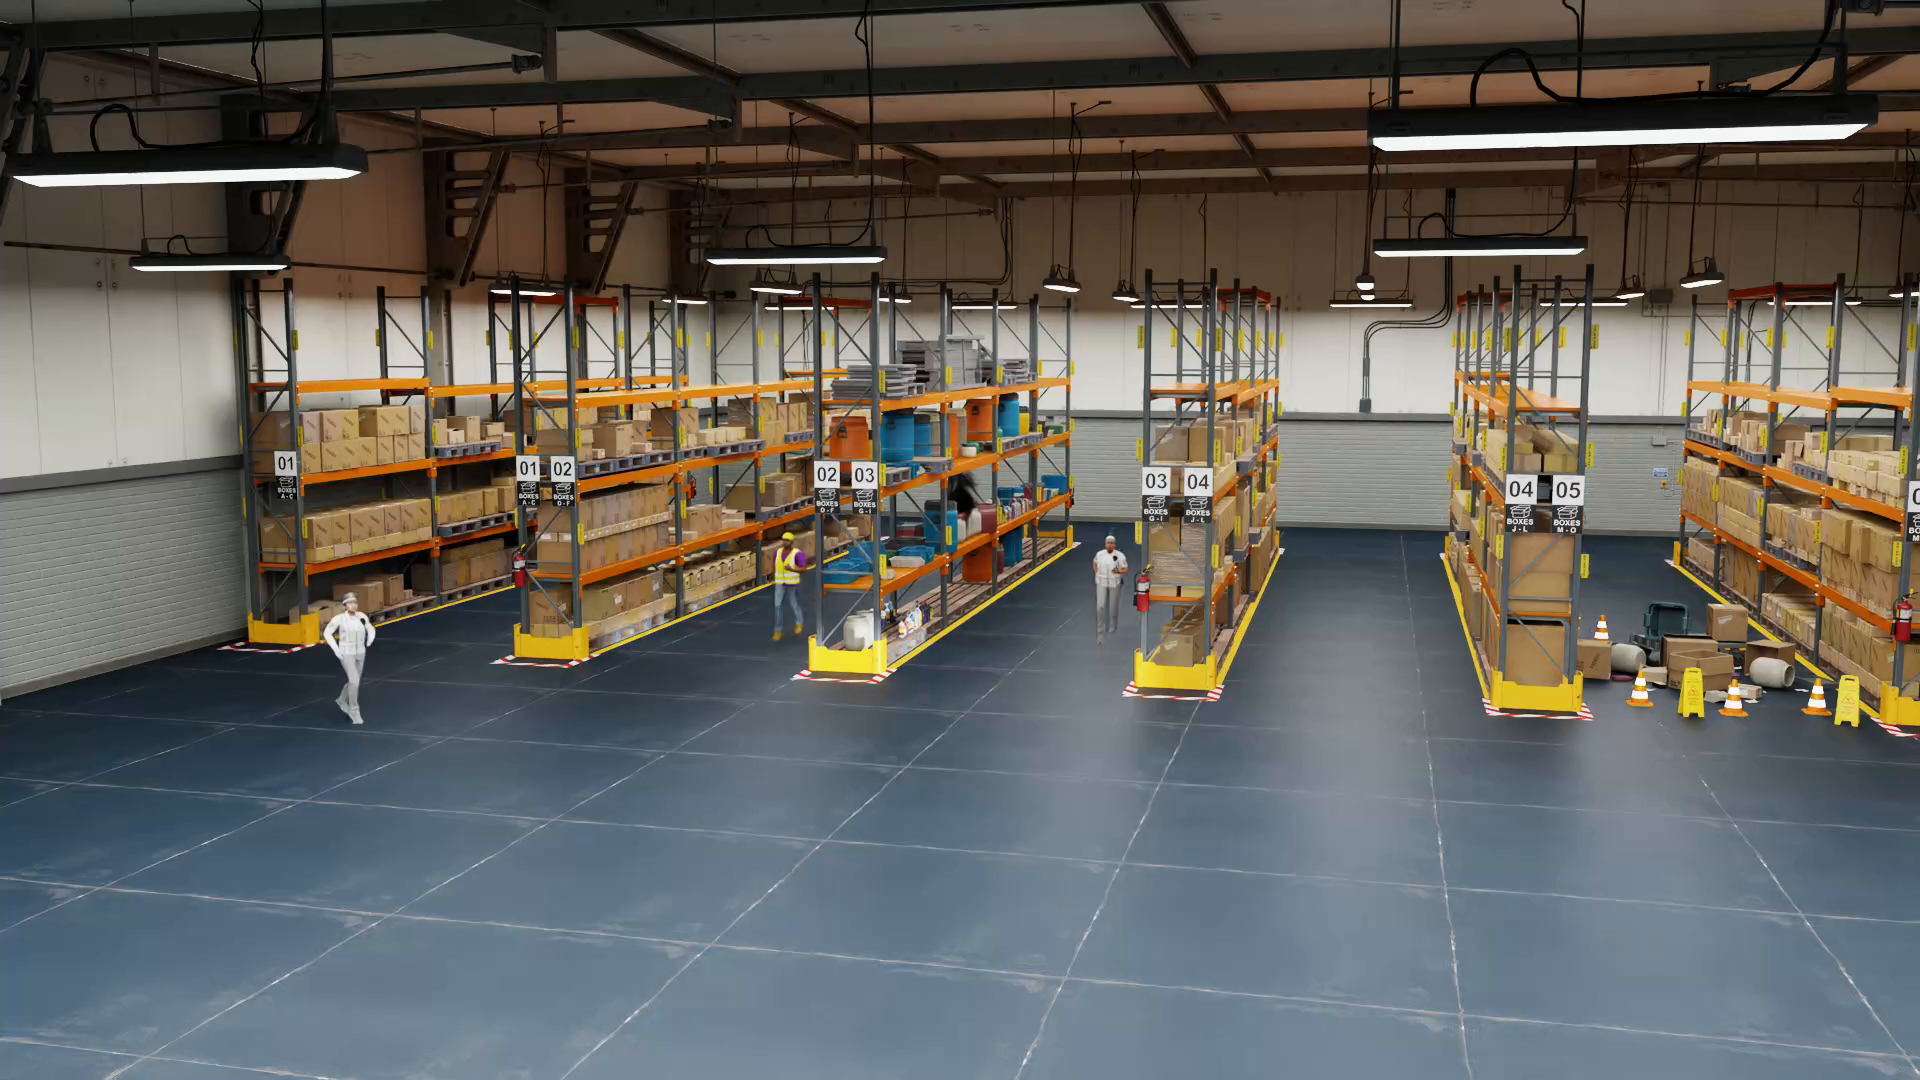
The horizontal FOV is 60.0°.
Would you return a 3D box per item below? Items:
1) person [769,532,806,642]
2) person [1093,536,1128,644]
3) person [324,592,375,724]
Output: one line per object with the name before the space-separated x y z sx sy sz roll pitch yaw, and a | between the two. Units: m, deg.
person | -2.892 0.752 27.894 0.692 1.780 0.922 2 7 13
person | 2.442 0.781 27.083 0.593 1.720 0.815 1 7 10
person | -8.051 1.544 21.999 0.698 1.758 0.642 6 9 41
